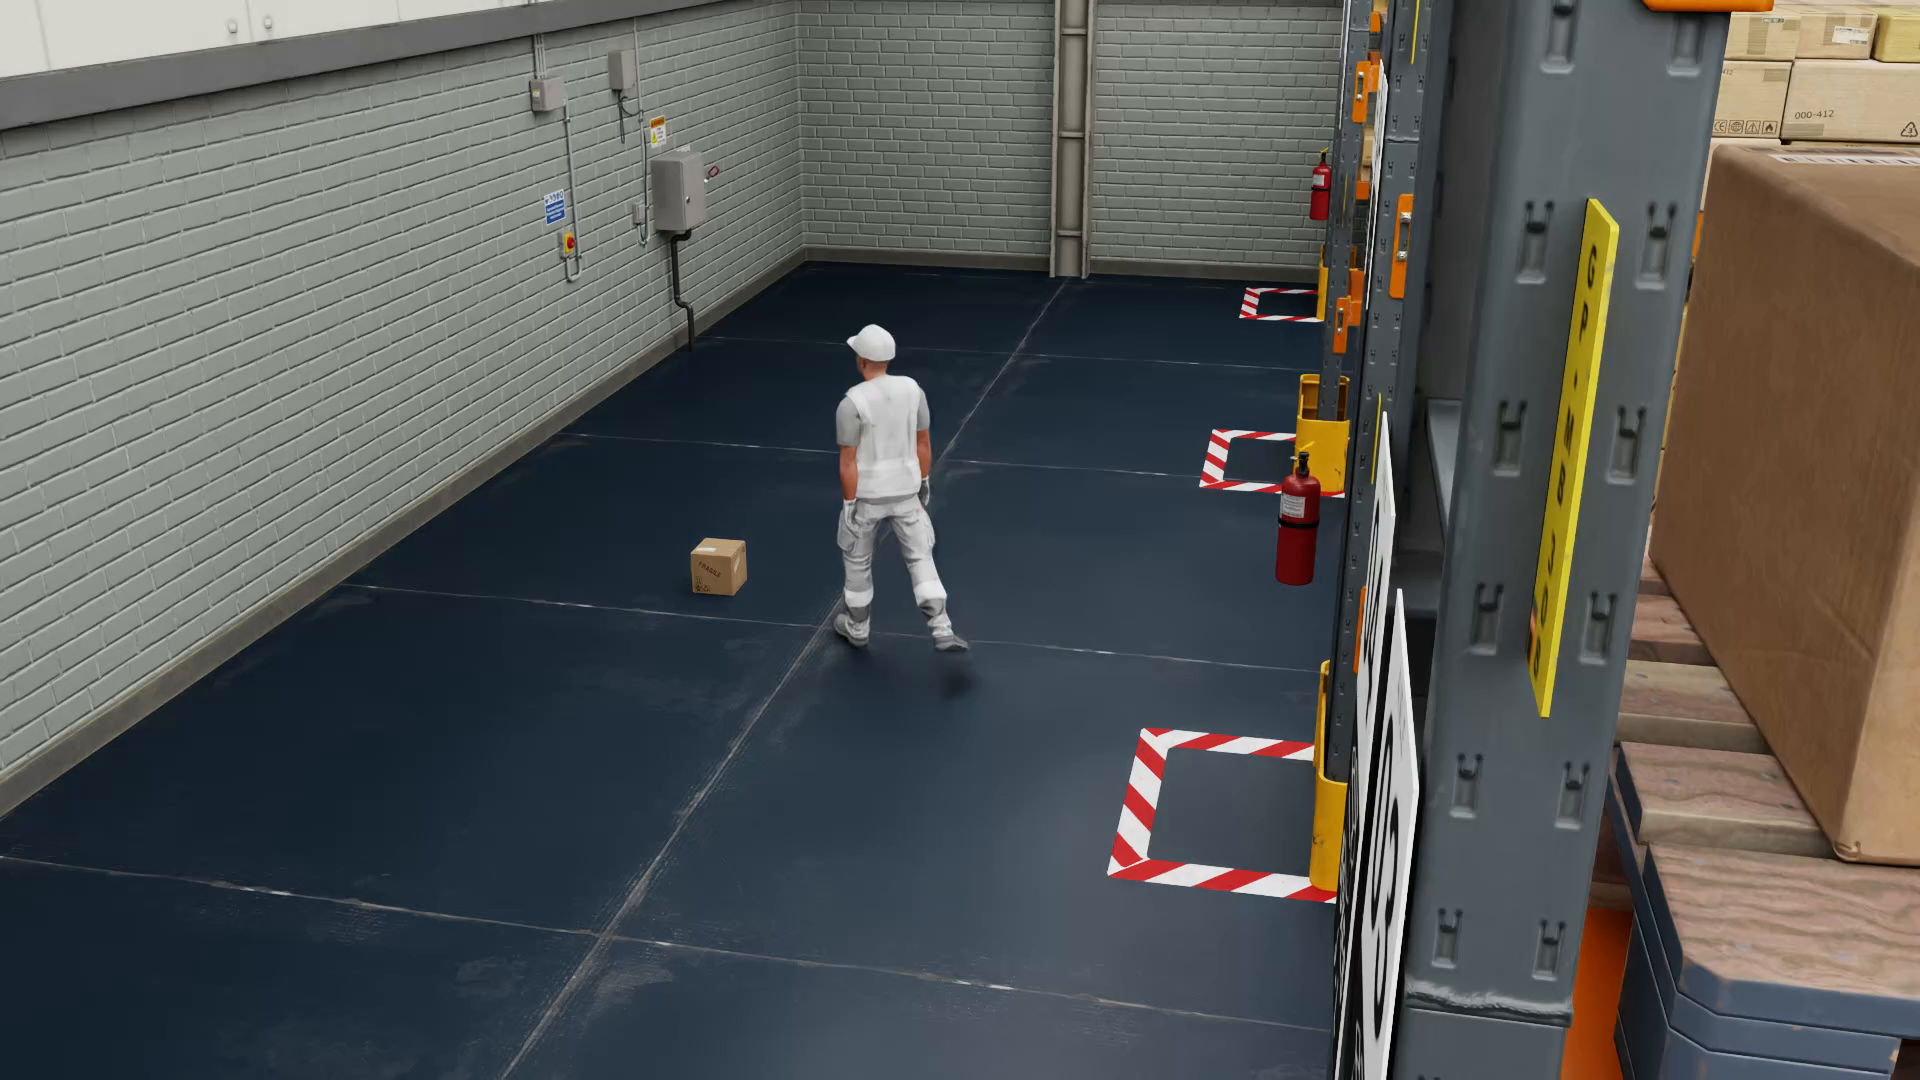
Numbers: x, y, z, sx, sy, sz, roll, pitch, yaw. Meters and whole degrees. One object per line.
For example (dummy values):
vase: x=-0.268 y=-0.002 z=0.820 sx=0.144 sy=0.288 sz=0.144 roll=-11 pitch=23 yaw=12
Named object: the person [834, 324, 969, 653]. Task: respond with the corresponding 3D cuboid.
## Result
person: x=-0.347 y=-0.217 z=8.592 sx=0.578 sy=1.780 sz=0.904 roll=-10 pitch=23 yaw=-24
